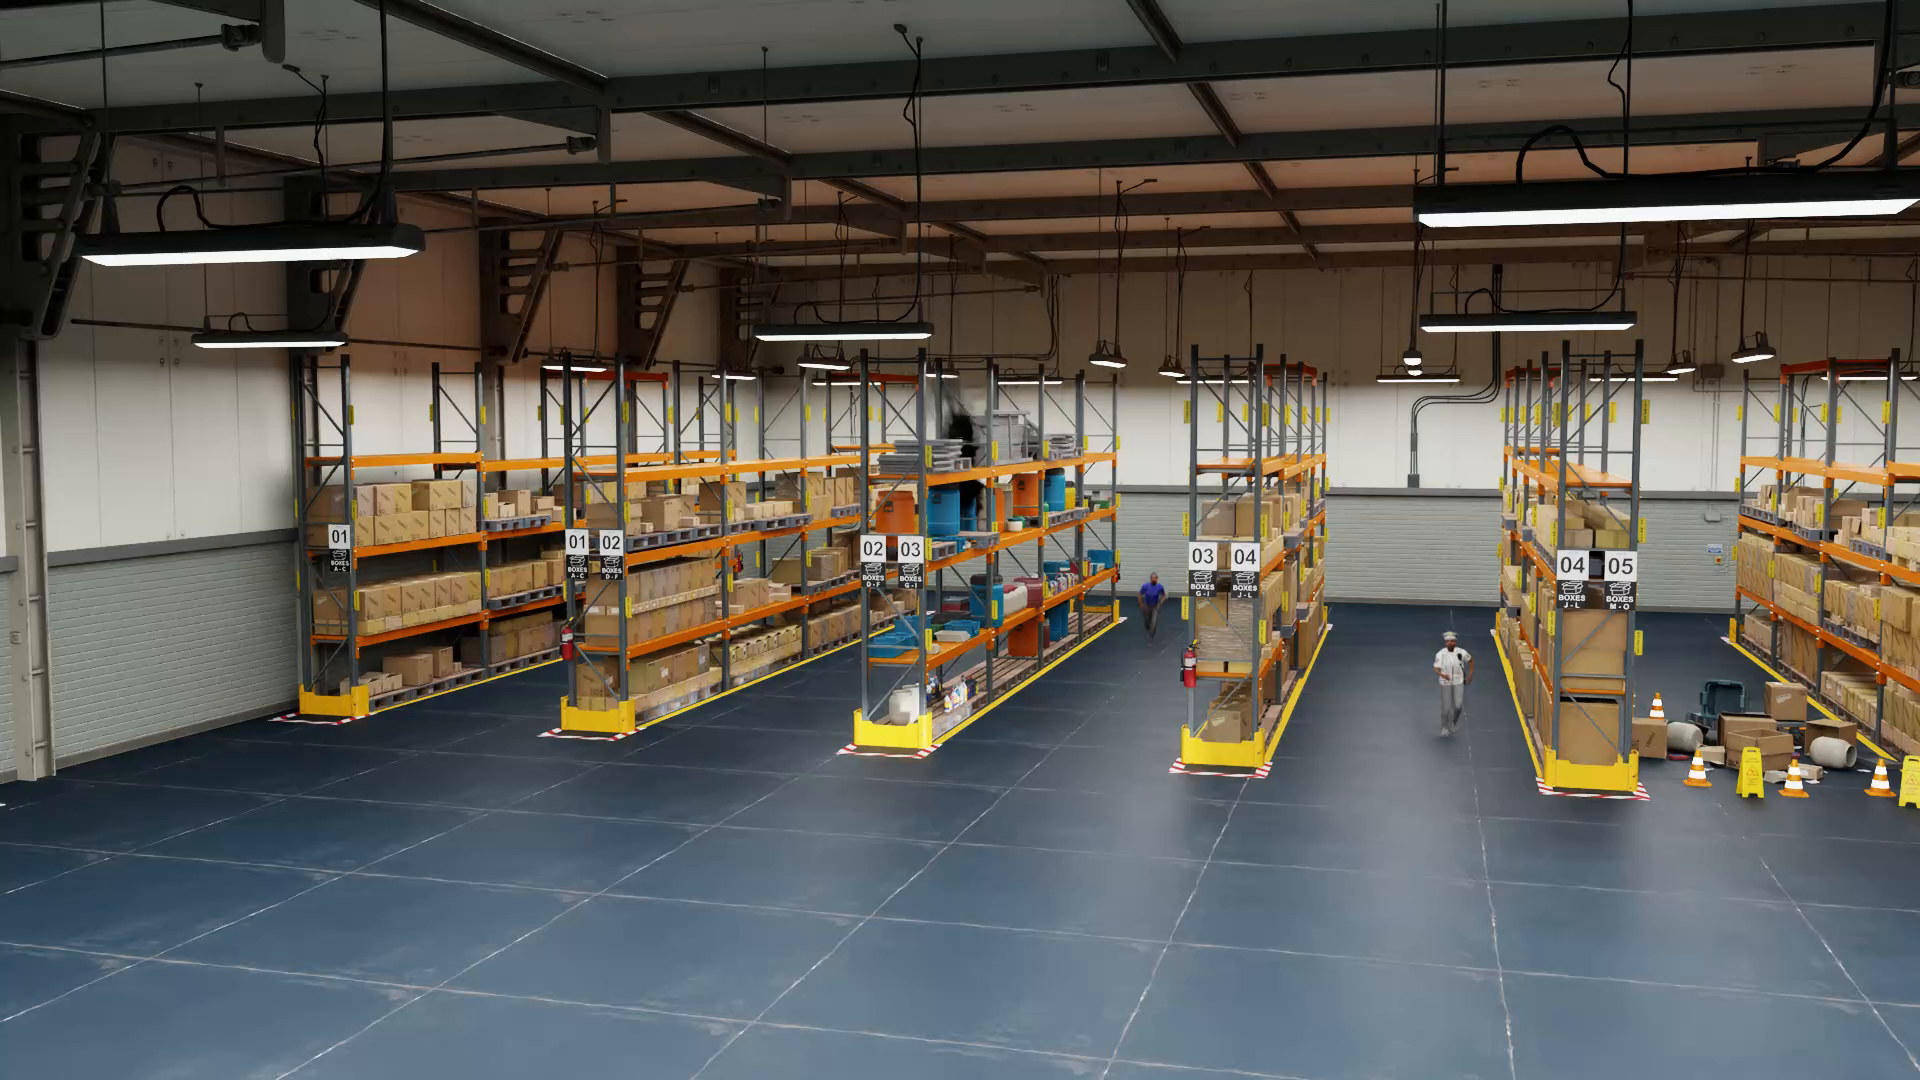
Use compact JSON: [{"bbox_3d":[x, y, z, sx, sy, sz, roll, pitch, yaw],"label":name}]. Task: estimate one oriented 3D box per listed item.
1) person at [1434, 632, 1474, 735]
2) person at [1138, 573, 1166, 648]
[{"bbox_3d":[7.643,2.235,25.759,0.596,1.653,0.764,1,4,16],"label":"person"},{"bbox_3d":[4.177,1.514,36.184,0.589,1.635,0.763,0,4,6],"label":"person"}]
